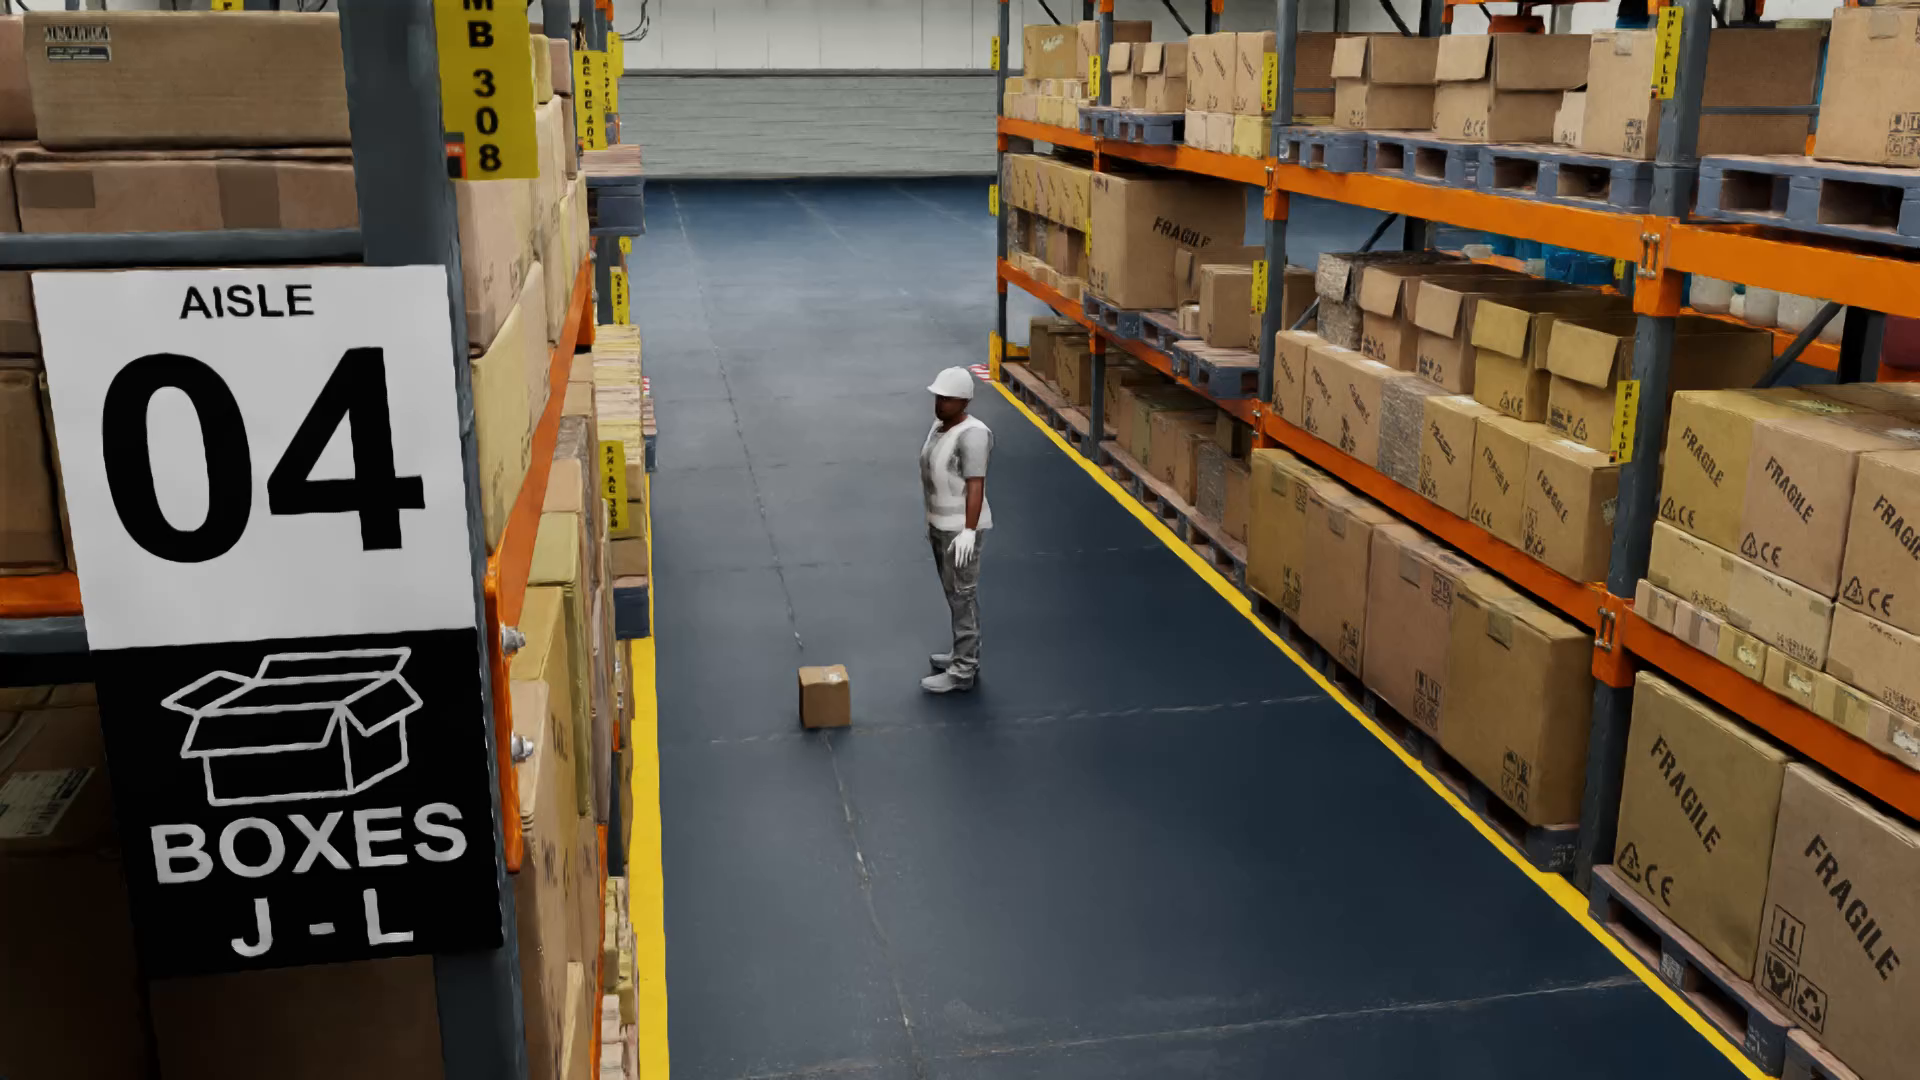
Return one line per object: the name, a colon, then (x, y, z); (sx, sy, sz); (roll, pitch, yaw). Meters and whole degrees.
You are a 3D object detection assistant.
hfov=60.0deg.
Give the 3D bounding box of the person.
person: (-0.038, -0.060, 9.124); (0.457, 1.787, 0.680); (-6, 17, -19)
